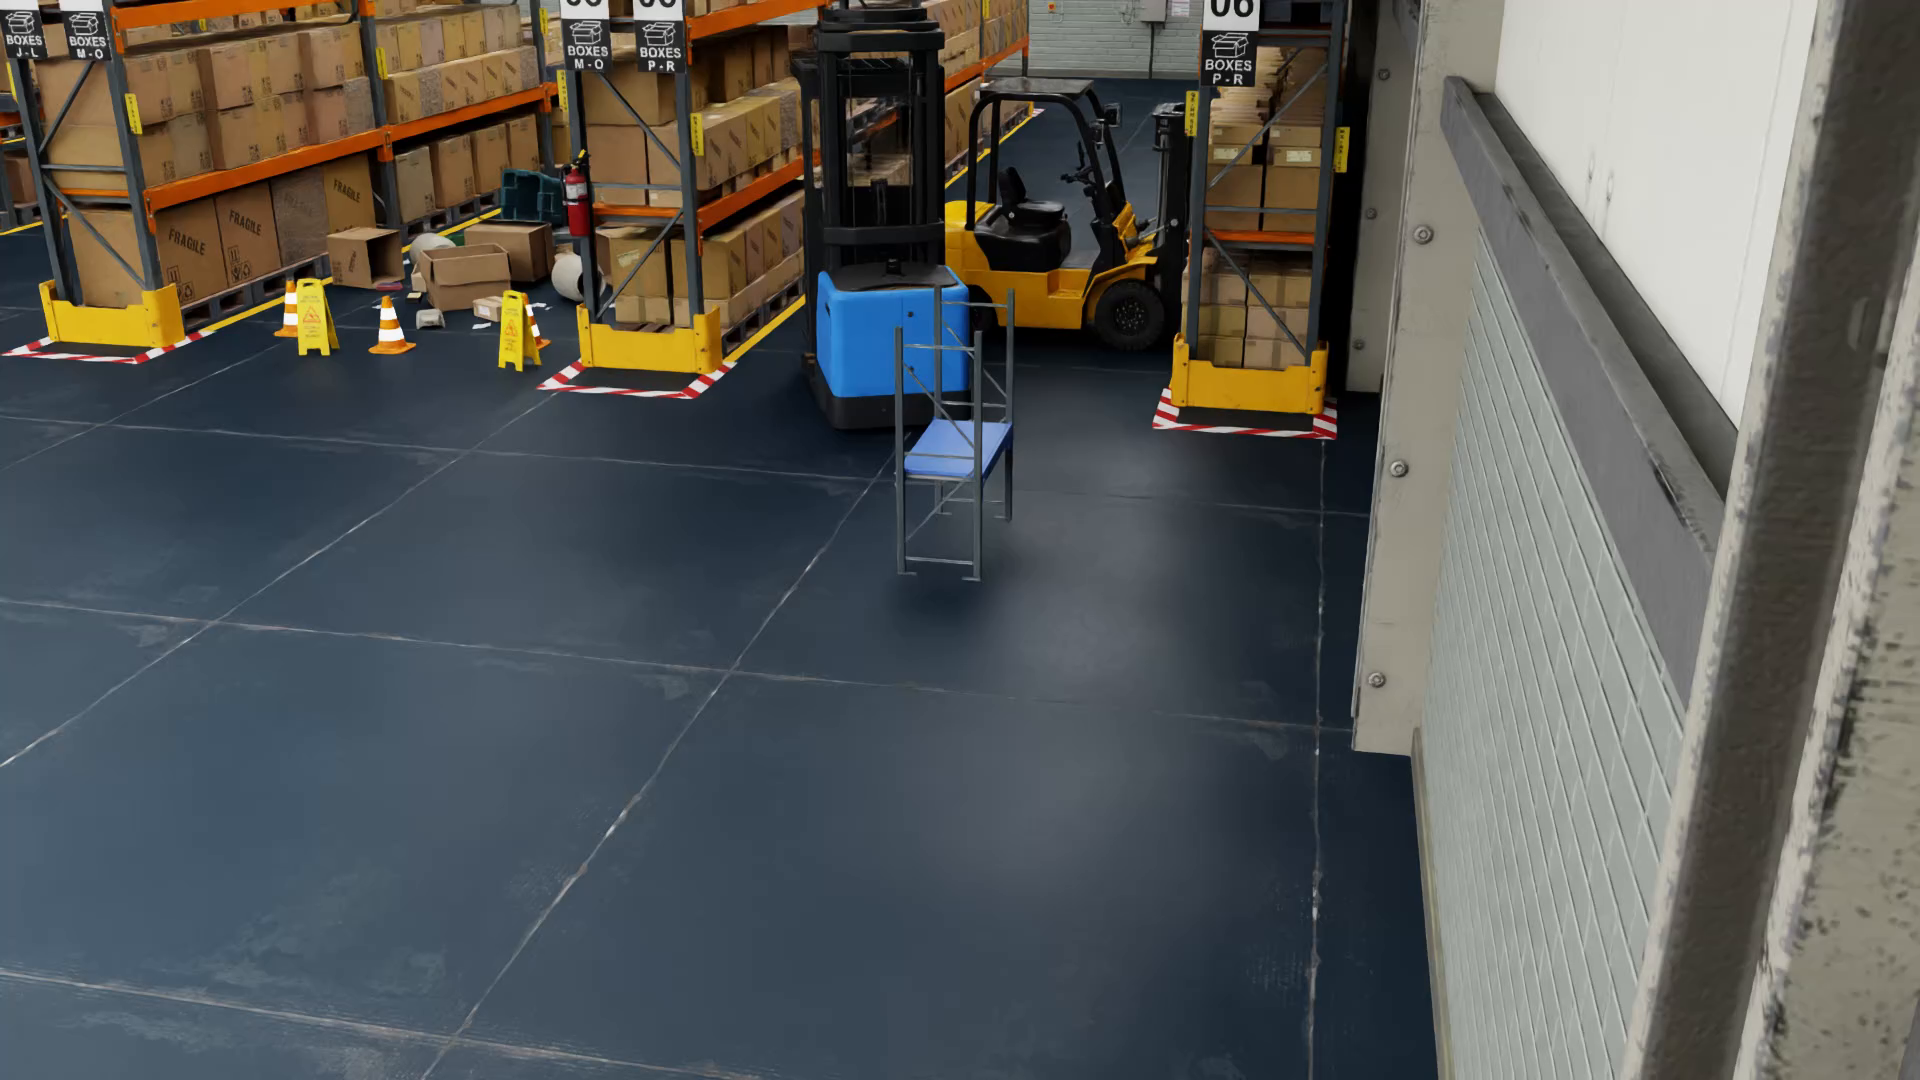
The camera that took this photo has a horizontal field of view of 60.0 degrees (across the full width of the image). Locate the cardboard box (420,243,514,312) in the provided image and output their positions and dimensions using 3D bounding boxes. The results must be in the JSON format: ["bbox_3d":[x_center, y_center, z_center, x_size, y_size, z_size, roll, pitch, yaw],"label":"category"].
[{"bbox_3d":[-4.732,-2.520,15.936,0.797,0.503,0.637,-11,25,-26],"label":"cardboard box"}]

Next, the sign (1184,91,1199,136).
[{"bbox_3d":[1.720,-3.159,12.314,0.100,0.325,0.005,4,22,11],"label":"sign"}]

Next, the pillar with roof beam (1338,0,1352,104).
[{"bbox_3d":[2.731,-12.345,28.960,9.100,9.000,0.400,4,22,11],"label":"pillar with roof beam"}]

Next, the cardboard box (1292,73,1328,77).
[{"bbox_3d":[3.295,-4.273,15.549,0.380,0.149,0.250,5,22,11],"label":"cardboard box"}]

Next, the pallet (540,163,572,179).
[{"bbox_3d":[-5.685,-5.101,22.735,1.003,0.211,1.213,4,22,11],"label":"pallet"}]

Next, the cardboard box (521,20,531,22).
[{"bbox_3d":[-5.982,-7.050,22.821,0.380,0.149,0.250,4,22,11],"label":"cardboard box"}]

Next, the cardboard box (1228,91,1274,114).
[{"bbox_3d":[2.490,-3.750,14.248,0.380,0.149,0.250,5,22,11],"label":"cardboard box"}]

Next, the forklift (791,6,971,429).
[{"bbox_3d":[-0.706,-2.690,13.109,1.130,2.935,3.031,-4,22,-10],"label":"forklift"}]

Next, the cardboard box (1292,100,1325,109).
[{"bbox_3d":[2.897,-3.524,13.688,0.380,0.149,0.250,4,22,10],"label":"cardboard box"}]

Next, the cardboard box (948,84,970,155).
[{"bbox_3d":[-0.388,-5.876,23.211,0.875,0.875,0.875,5,22,12],"label":"cardboard box"}]

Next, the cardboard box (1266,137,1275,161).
[{"bbox_3d":[2.560,-3.012,12.815,0.380,0.149,0.250,4,22,11],"label":"cardboard box"}]

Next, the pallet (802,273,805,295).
[{"bbox_3d":[-1.898,-2.763,16.932,1.003,0.211,1.213,4,22,11],"label":"pallet"}]

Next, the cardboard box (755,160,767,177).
[{"bbox_3d":[-1.974,-3.400,15.117,0.380,0.149,0.250,4,22,9],"label":"cardboard box"}]

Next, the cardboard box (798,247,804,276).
[{"bbox_3d":[-1.752,-2.792,16.390,0.500,0.250,0.500,4,22,9],"label":"cardboard box"}]

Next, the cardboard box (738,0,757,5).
[{"bbox_3d":[-1.966,-4.686,14.296,0.380,0.149,0.250,5,22,12],"label":"cardboard box"}]

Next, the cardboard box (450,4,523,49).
[{"bbox_3d":[-5.947,-6.455,20.894,0.700,0.500,0.500,4,22,11],"label":"cardboard box"}]

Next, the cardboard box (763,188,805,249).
[{"bbox_3d":[-1.755,-3.149,16.273,0.500,0.500,0.500,5,22,12],"label":"cardboard box"}]

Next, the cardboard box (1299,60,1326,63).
[{"bbox_3d":[3.876,-5.127,18.067,0.380,0.149,0.250,4,22,10],"label":"cardboard box"}]

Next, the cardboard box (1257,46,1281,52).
[{"bbox_3d":[4.033,-6.245,21.143,0.797,0.503,0.637,4,22,10],"label":"cardboard box"}]

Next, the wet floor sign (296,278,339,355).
[{"bbox_3d":[-5.546,-1.929,14.279,0.267,0.644,0.232,1,22,2],"label":"wet floor sign"}]

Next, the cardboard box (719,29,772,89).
[{"bbox_3d":[-2.223,-4.624,15.948,0.700,0.500,0.500,5,22,11],"label":"cardboard box"}]

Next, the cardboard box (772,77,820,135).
[{"bbox_3d":[-1.643,-4.308,16.503,0.500,0.500,0.500,4,22,10],"label":"cardboard box"}]

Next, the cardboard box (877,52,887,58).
[{"bbox_3d":[-1.109,-5.385,18.616,0.500,0.500,0.500,4,22,9],"label":"cardboard box"}]

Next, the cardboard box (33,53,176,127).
[{"bbox_3d":[-7.364,-3.886,14.340,0.875,0.550,0.550,4,22,11],"label":"cardboard box"}]

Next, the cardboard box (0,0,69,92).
[{"bbox_3d":[-11.198,-5.813,19.408,1.000,1.000,1.000,5,22,11],"label":"cardboard box"}]

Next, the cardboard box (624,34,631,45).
[{"bbox_3d":[-5.022,-7.303,24.246,0.380,0.149,0.250,4,22,11],"label":"cardboard box"}]

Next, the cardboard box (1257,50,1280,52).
[{"bbox_3d":[3.474,-5.546,19.108,0.380,0.149,0.250,5,22,12],"label":"cardboard box"}]

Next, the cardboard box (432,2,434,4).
[{"bbox_3d":[-9.410,-9.363,29.388,0.500,0.250,0.500,4,22,9],"label":"cardboard box"}]

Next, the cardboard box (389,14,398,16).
[{"bbox_3d":[-9.406,-8.388,26.968,0.500,0.250,0.500,4,22,11],"label":"cardboard box"}]

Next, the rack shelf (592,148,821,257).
[{"bbox_3d":[-2.203,-3.240,15.346,1.077,0.370,4.000,4,22,11],"label":"rack shelf"}]

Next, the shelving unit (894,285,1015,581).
[{"bbox_3d":[-0.017,-0.665,9.996,0.538,1.500,1.048,4,22,11],"label":"shelving unit"}]

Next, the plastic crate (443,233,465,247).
[{"bbox_3d":[-5.415,-3.204,17.982,0.450,0.188,0.662,7,21,42],"label":"plastic crate"}]

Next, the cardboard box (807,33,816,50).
[{"bbox_3d":[-1.353,-5.130,17.114,0.380,0.149,0.250,4,22,11],"label":"cardboard box"}]

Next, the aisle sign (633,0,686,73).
[{"bbox_3d":[-2.321,-4.002,12.795,0.394,0.787,0.004,4,22,11],"label":"aisle sign"}]

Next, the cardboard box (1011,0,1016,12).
[{"bbox_3d":[0.606,-8.635,26.308,0.500,0.500,0.500,4,22,11],"label":"cardboard box"}]

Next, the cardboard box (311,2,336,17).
[{"bbox_3d":[-9.987,-8.264,25.380,0.797,0.503,0.637,4,22,10],"label":"cardboard box"}]

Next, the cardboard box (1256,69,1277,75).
[{"bbox_3d":[3.092,-4.796,17.244,0.380,0.149,0.250,4,22,10],"label":"cardboard box"}]

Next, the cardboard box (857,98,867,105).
[{"bbox_3d":[-1.237,-4.852,18.161,0.380,0.149,0.250,5,22,12],"label":"cardboard box"}]

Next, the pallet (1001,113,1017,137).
[{"bbox_3d":[0.316,-6.657,26.600,1.003,0.211,1.213,4,22,11],"label":"pallet"}]

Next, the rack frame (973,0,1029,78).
[{"bbox_3d":[0.653,-8.694,27.925,1.000,3.000,0.127,4,22,11],"label":"rack frame"}]

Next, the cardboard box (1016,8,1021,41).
[{"bbox_3d":[0.697,-8.361,26.965,0.500,0.500,0.500,4,22,10],"label":"cardboard box"}]

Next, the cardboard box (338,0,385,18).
[{"bbox_3d":[-9.516,-8.558,26.387,0.500,0.500,0.500,4,22,11],"label":"cardboard box"}]

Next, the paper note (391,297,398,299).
[{"bbox_3d":[-5.516,-2.346,16.164,0.032,0.001,0.123,18,28,38],"label":"paper note"}]

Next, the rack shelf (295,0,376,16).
[{"bbox_3d":[-6.254,-6.435,19.263,1.077,0.370,4.000,4,22,11],"label":"rack shelf"}]

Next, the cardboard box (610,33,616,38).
[{"bbox_3d":[-5.129,-7.245,23.702,0.380,0.149,0.250,3,22,8],"label":"cardboard box"}]

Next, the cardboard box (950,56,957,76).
[{"bbox_3d":[-0.335,-6.419,22.479,0.500,0.250,0.500,4,22,11],"label":"cardboard box"}]

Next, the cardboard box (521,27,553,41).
[{"bbox_3d":[-5.561,-6.618,21.750,0.380,0.149,0.250,4,22,11],"label":"cardboard box"}]

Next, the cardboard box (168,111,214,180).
[{"bbox_3d":[-7.356,-3.594,15.062,0.875,0.550,0.550,4,22,11],"label":"cardboard box"}]

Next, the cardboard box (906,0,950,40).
[{"bbox_3d":[-0.427,-6.810,21.775,0.500,0.500,0.500,5,22,12],"label":"cardboard box"}]

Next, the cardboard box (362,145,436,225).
[{"bbox_3d":[-6.623,-4.031,18.795,1.050,0.750,0.750,4,22,11],"label":"cardboard box"}]

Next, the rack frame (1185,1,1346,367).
[{"bbox_3d":[2.248,-2.465,12.459,1.000,3.000,0.127,4,22,11],"label":"rack frame"}]

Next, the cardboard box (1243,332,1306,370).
[{"bbox_3d":[2.540,-1.549,13.303,0.500,0.250,0.500,5,22,11],"label":"cardboard box"}]

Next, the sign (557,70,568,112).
[{"bbox_3d":[-3.151,-3.575,13.243,0.100,0.325,0.005,4,22,11],"label":"sign"}]

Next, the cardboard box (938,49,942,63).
[{"bbox_3d":[-0.527,-6.286,21.477,0.500,0.250,0.500,5,22,12],"label":"cardboard box"}]
